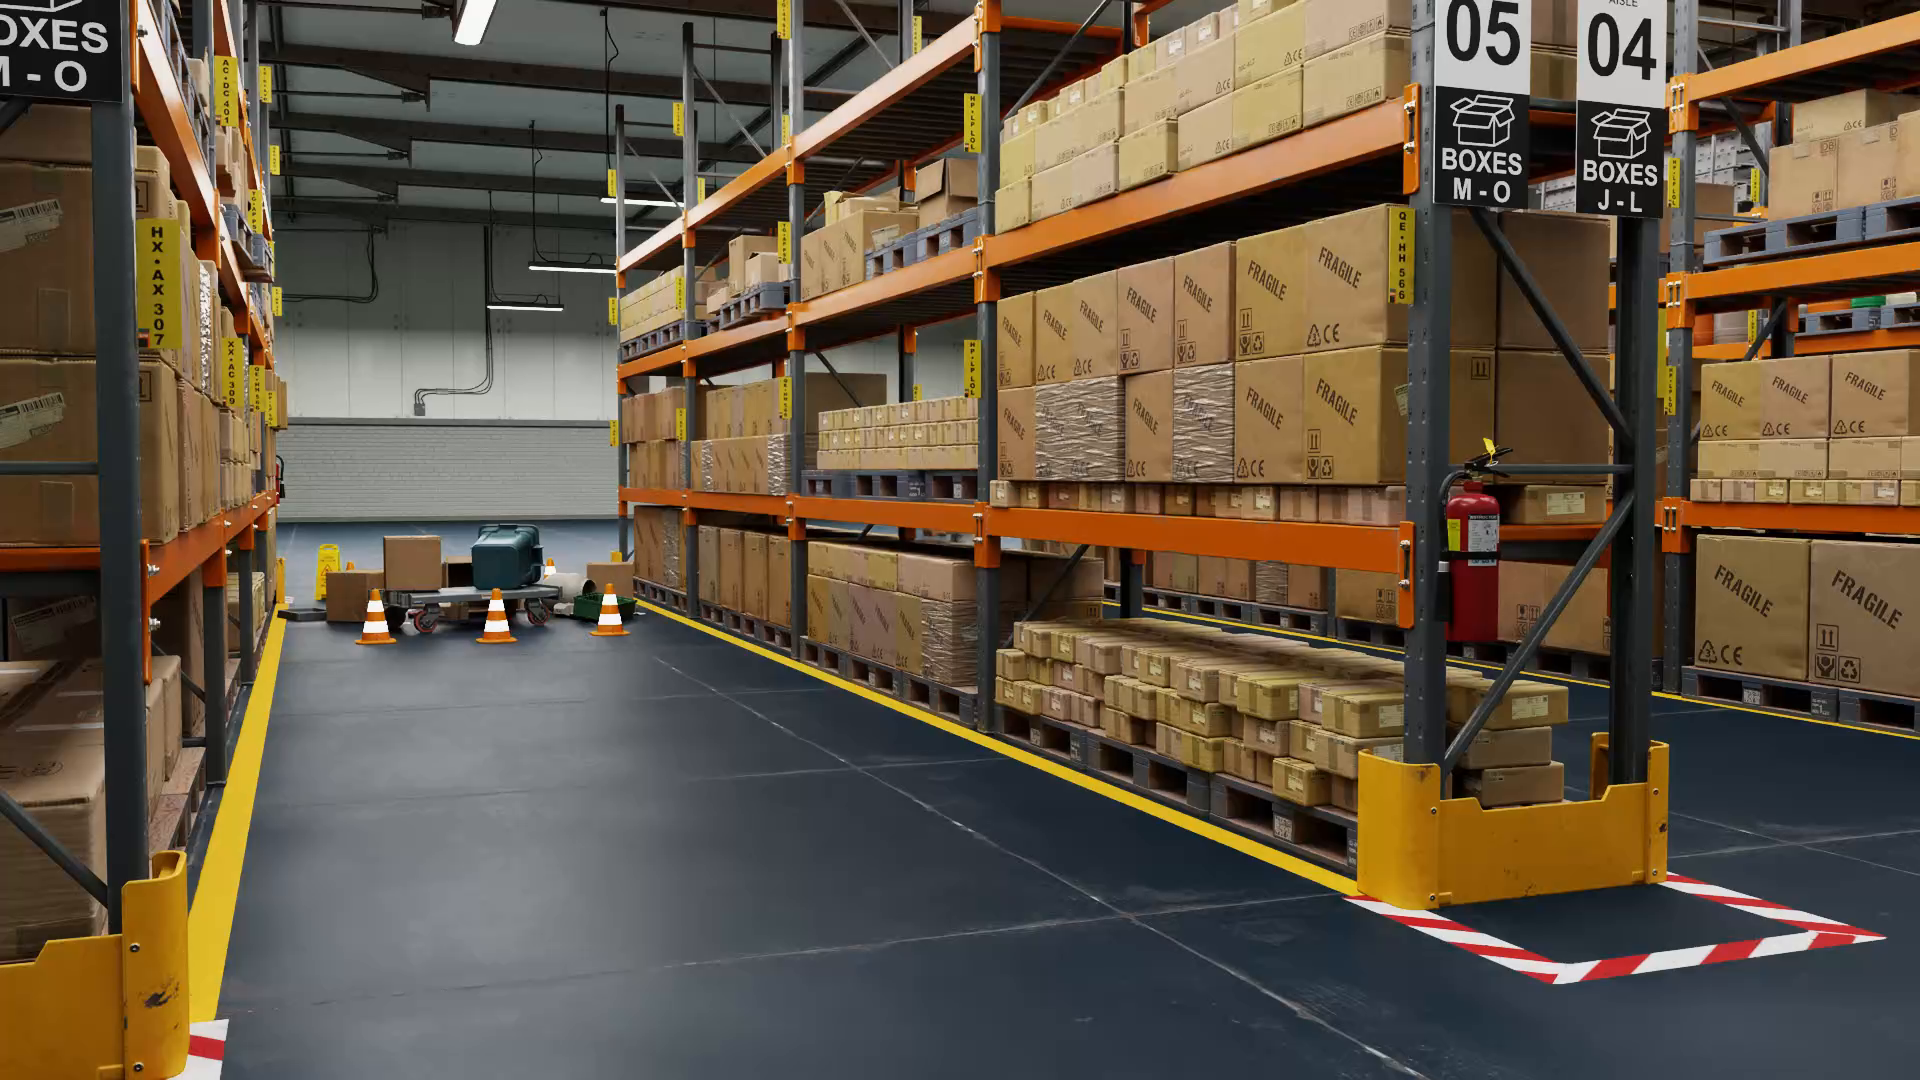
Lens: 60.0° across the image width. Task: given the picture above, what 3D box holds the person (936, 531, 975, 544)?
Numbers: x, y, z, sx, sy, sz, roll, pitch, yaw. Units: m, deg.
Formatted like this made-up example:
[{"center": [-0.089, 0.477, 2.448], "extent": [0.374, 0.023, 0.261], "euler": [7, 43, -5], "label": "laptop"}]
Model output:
[{"center": [-0.043, -0.027, 16.907], "extent": [0.525, 1.668, 0.409], "euler": [-1, 3, -22], "label": "person"}]
